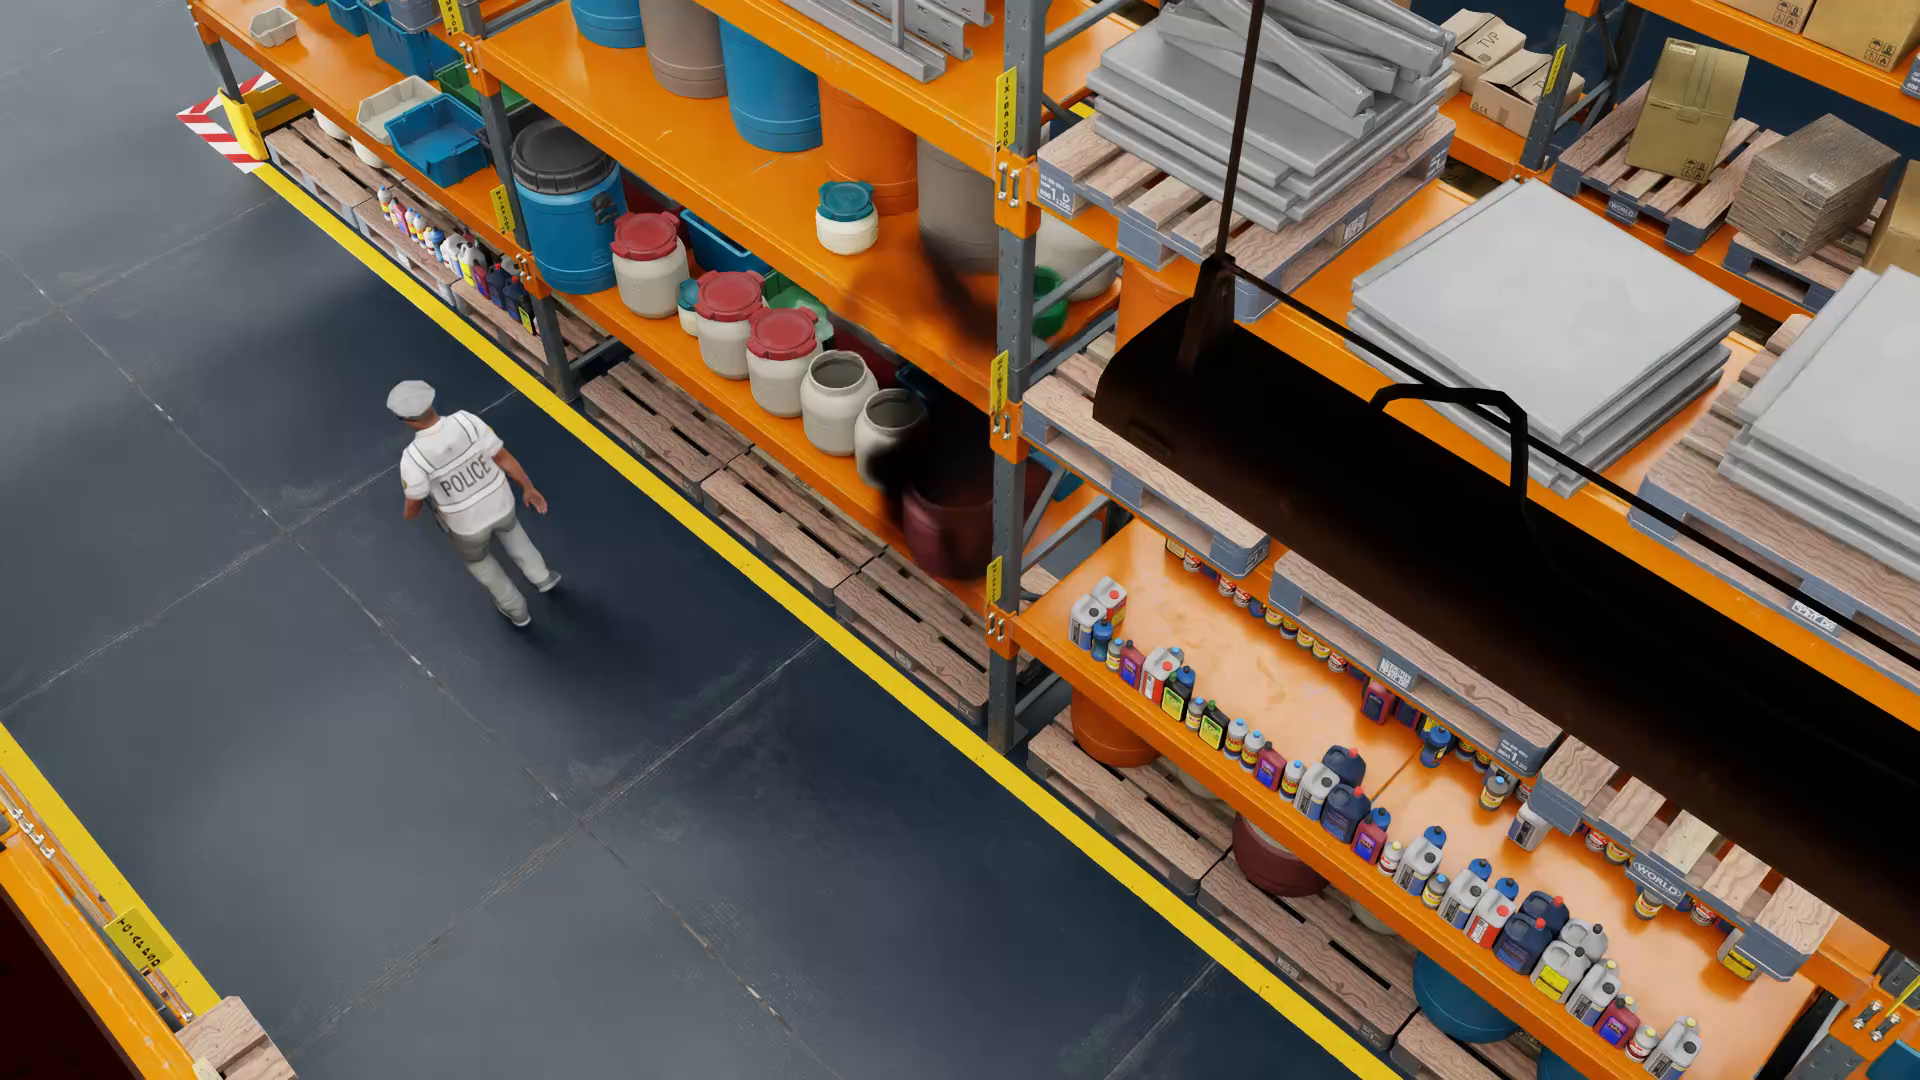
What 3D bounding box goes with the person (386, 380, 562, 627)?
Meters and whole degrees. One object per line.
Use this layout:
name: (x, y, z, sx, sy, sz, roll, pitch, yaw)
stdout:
person: (-2.773, -0.191, 9.455, 0.665, 1.647, 0.668, -36, 59, -26)
